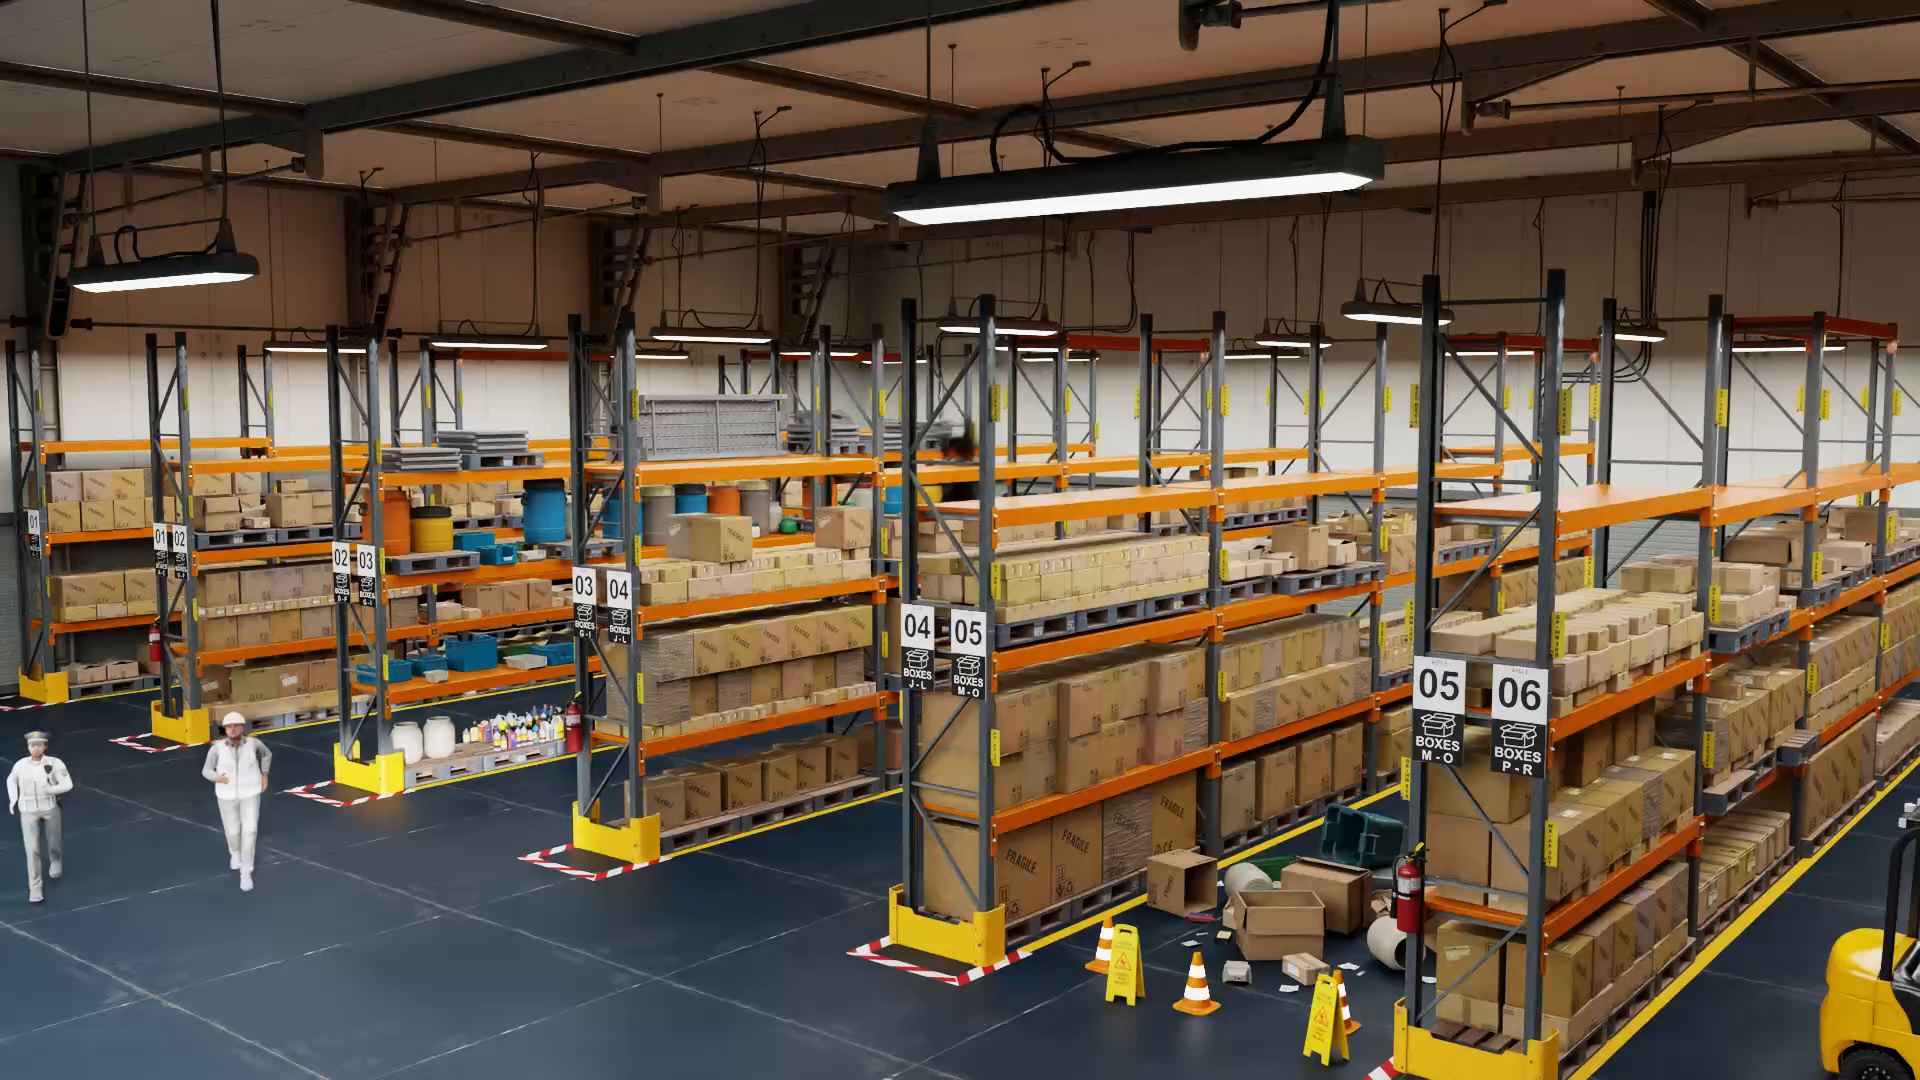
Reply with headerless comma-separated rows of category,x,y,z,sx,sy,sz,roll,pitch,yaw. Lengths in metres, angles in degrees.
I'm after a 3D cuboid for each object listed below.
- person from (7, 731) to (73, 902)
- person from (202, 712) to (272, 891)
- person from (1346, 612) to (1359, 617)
person,-9.426,2.776,17.040,0.618,1.672,0.910,-2,6,-24
person,-7.609,2.705,17.525,0.668,1.804,0.917,-2,5,-19
person,6.000,1.992,25.555,0.706,1.779,0.932,5,7,43
